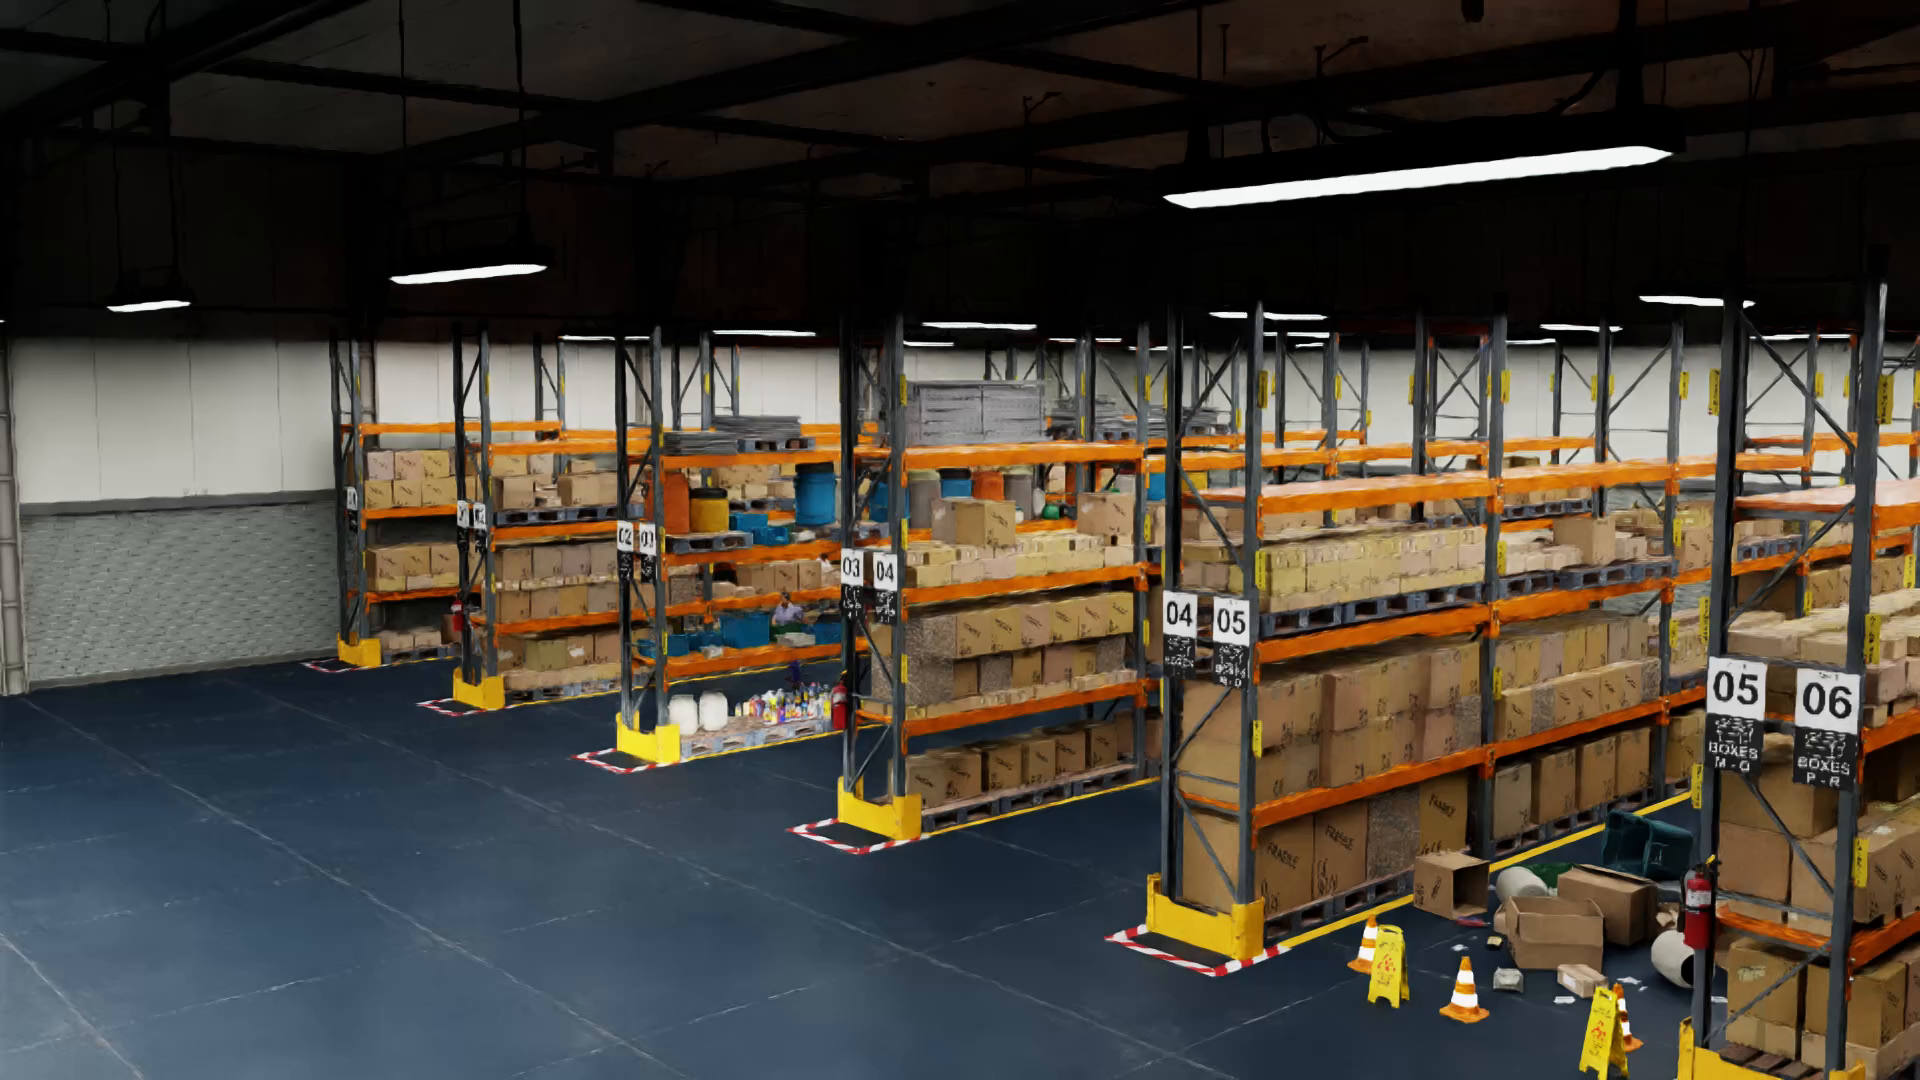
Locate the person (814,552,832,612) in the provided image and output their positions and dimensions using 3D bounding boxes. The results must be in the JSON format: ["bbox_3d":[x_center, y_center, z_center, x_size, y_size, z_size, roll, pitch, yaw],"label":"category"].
[{"bbox_3d":[-2.793,0.964,33.617,0.456,1.762,0.607,2,6,20],"label":"person"}]

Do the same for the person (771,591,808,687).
[{"bbox_3d":[-2.809,1.633,27.865,0.656,1.556,0.818,3,7,31],"label":"person"}]
